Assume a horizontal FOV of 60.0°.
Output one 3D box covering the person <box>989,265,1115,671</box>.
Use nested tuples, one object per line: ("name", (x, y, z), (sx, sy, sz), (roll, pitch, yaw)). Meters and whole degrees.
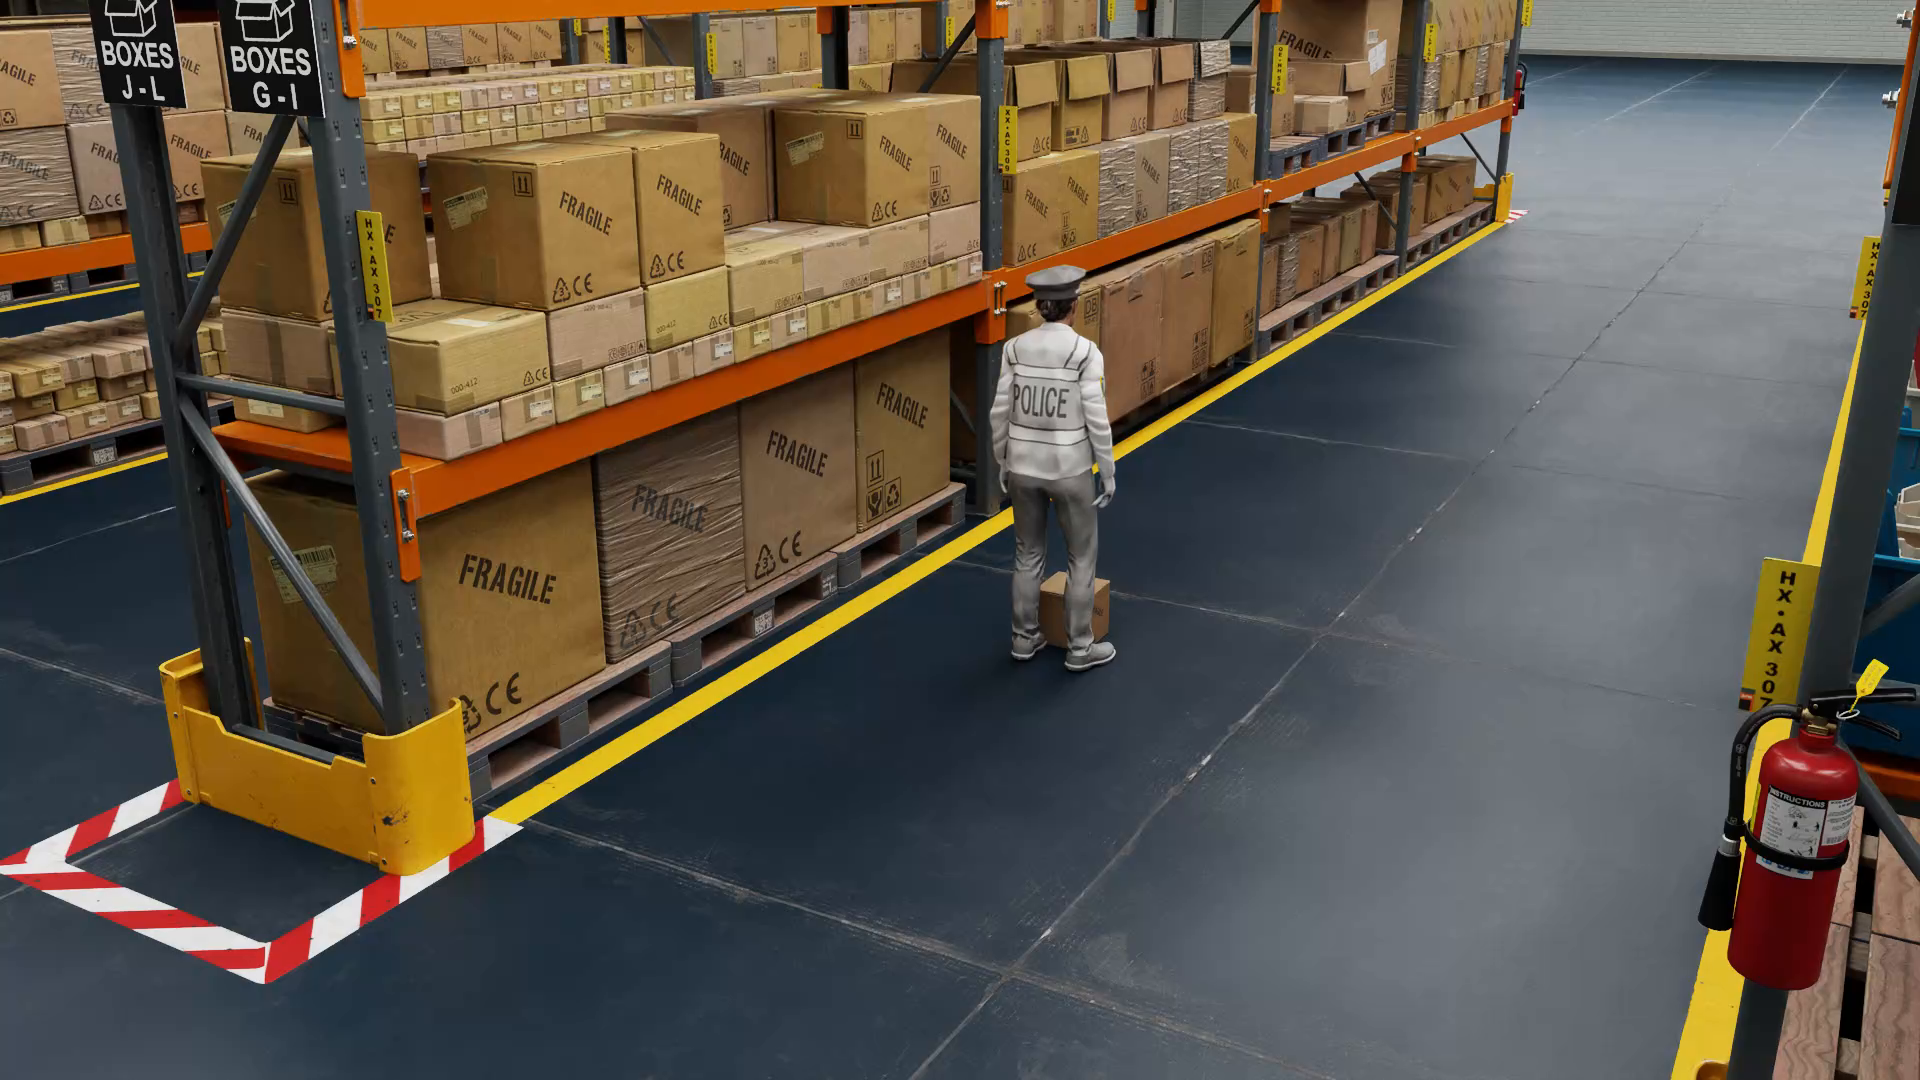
("person", (0.383, -0.279, 6.852), (0.521, 1.662, 0.373), (9, 22, 25))
